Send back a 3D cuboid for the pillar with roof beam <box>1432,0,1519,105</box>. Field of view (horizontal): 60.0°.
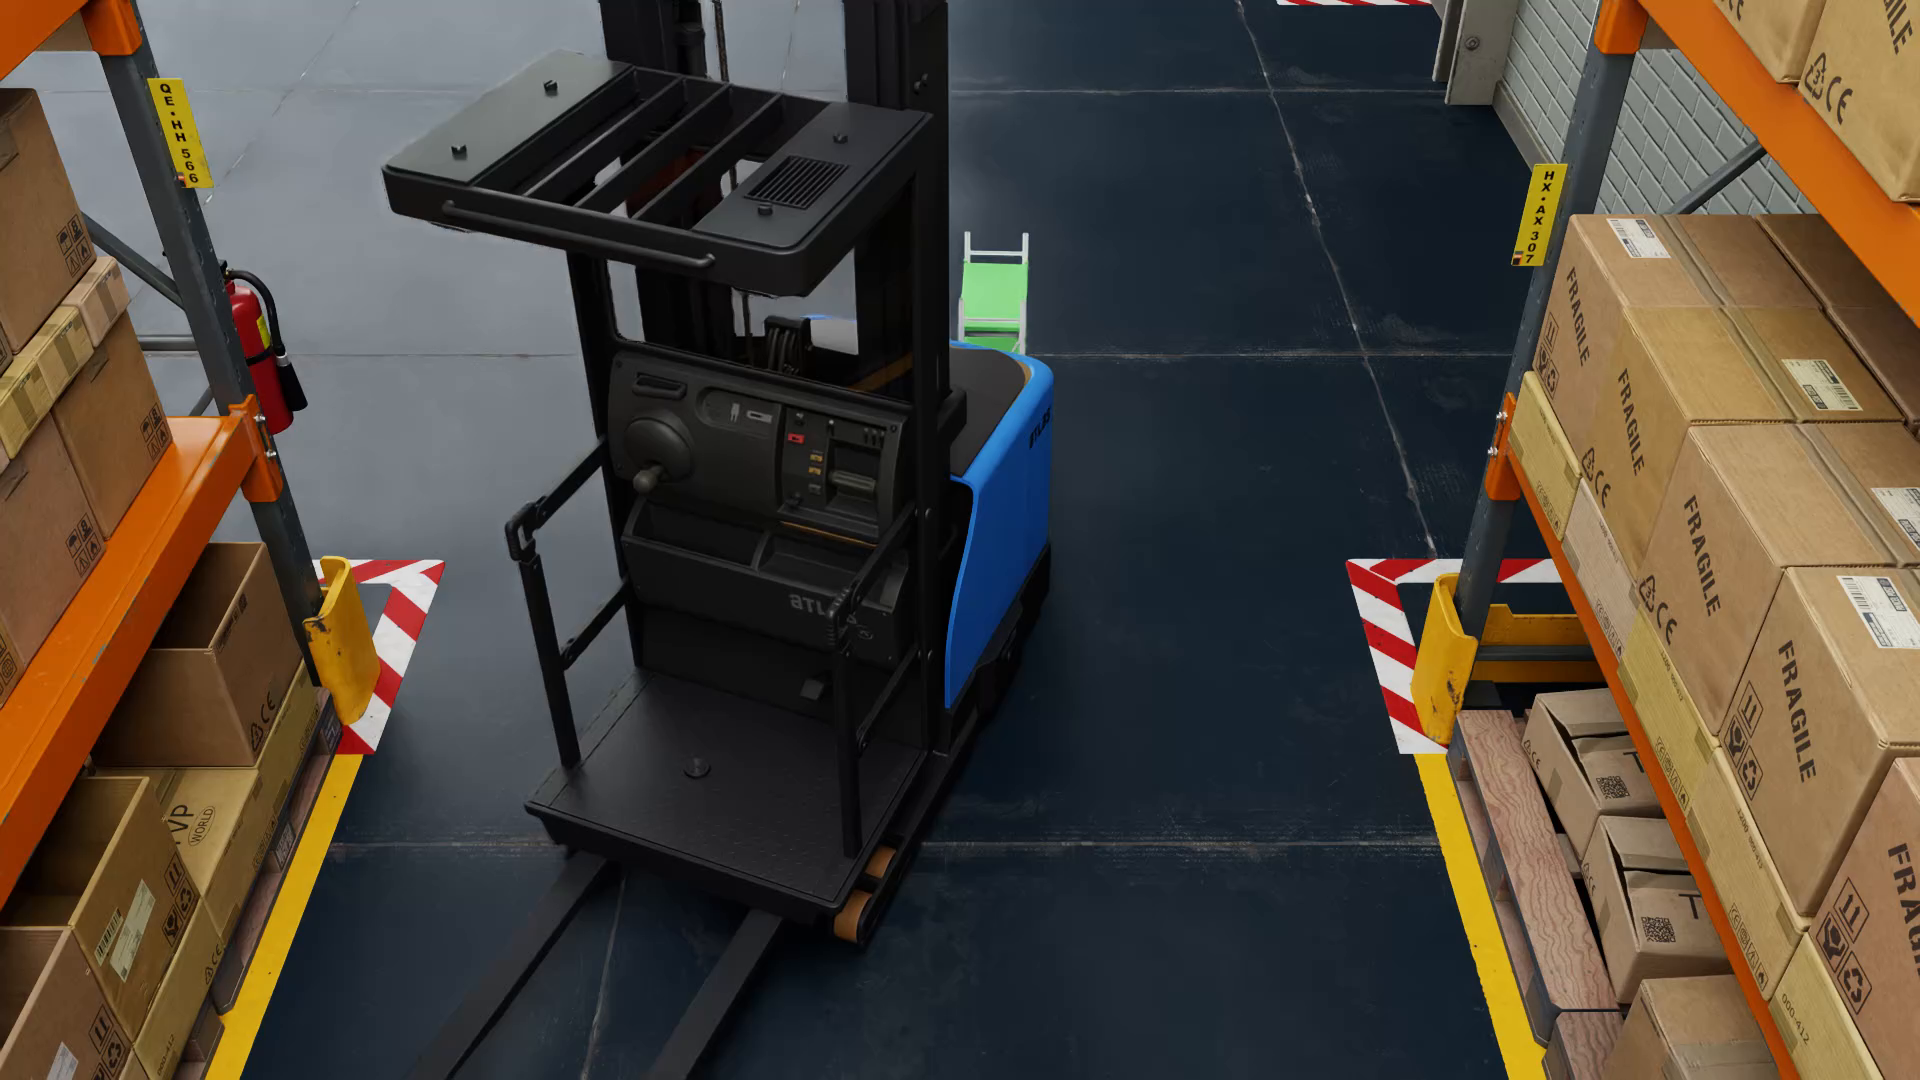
[{"bbox_3d":[-1.217,-6.258,7.363,9.100,9.000,0.400,0,39,0],"label":"pillar with roof beam"}]

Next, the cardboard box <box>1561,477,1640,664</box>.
[{"bbox_3d":[1.927,0.075,4.361,0.500,0.250,0.500,-1,39,-1],"label":"cardboard box"}]

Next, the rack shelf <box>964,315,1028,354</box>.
[{"bbox_3d":[0.126,-0.673,6.348,0.258,0.148,0.480,2,39,2],"label":"rack shelf"}]

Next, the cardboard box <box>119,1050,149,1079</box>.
[{"bbox_3d":[-2.415,1.583,4.239,0.500,0.250,0.500,0,39,0],"label":"cardboard box"}]

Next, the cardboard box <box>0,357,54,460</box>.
[{"bbox_3d":[-2.531,-0.329,4.163,0.380,0.149,0.250,-1,39,-1],"label":"cardboard box"}]

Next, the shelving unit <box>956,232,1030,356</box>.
[{"bbox_3d":[0.126,-0.535,6.459,0.258,1.200,0.503,2,39,2],"label":"shelving unit"}]

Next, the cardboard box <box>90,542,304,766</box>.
[{"bbox_3d":[-2.426,0.352,5.175,0.500,0.500,0.500,0,39,0],"label":"cardboard box"}]

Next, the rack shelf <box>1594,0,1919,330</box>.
[{"bbox_3d":[2.232,-0.244,2.833,1.077,0.370,4.000,0,39,0],"label":"rack shelf"}]

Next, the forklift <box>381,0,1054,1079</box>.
[{"bbox_3d":[-0.680,-0.194,4.648,1.130,2.935,3.031,14,41,17],"label":"forklift"}]

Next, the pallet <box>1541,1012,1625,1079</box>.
[{"bbox_3d":[2.193,1.799,4.336,1.003,0.211,1.213,0,39,0],"label":"pallet"}]

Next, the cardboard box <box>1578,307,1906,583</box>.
[{"bbox_3d":[1.920,-0.239,4.154,0.500,0.500,0.500,0,39,0],"label":"cardboard box"}]

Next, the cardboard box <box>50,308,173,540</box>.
[{"bbox_3d":[-2.737,-0.347,4.704,0.700,0.500,0.500,0,39,0],"label":"cardboard box"}]

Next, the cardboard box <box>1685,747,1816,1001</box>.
[{"bbox_3d":[1.920,0.710,3.569,0.500,0.250,0.500,0,39,0],"label":"cardboard box"}]

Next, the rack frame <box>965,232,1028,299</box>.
[{"bbox_3d":[0.138,-0.688,6.649,0.240,1.200,0.015,2,39,2],"label":"rack frame"}]

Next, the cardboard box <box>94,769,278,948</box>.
[{"bbox_3d":[-2.416,0.957,5.020,0.500,0.250,0.500,0,39,0],"label":"cardboard box"}]

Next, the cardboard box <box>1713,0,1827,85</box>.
[{"bbox_3d":[1.945,-1.278,3.451,0.500,0.500,0.500,2,39,3],"label":"cardboard box"}]

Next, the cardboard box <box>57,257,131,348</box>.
[{"bbox_3d":[-2.533,-0.653,4.567,0.380,0.149,0.250,-1,39,-1],"label":"cardboard box"}]

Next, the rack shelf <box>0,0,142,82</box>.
[{"bbox_3d":[-2.722,-0.239,2.826,1.077,0.370,4.000,0,39,0],"label":"rack shelf"}]

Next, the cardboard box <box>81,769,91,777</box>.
[{"bbox_3d":[-2.942,0.958,5.019,0.500,0.250,0.500,0,39,0],"label":"cardboard box"}]

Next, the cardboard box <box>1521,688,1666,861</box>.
[{"bbox_3d":[2.140,0.705,5.270,0.500,0.311,0.500,-4,39,-5],"label":"cardboard box"}]

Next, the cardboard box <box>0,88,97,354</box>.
[{"bbox_3d":[-2.737,-0.820,4.257,0.700,0.500,0.500,0,39,0],"label":"cardboard box"}]

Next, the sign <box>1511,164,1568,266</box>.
[{"bbox_3d":[1.687,-0.943,4.835,0.100,0.325,0.005,0,39,0],"label":"sign"}]

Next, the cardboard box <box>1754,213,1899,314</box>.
[{"bbox_3d":[2.442,-0.553,4.545,0.500,0.500,0.500,0,39,-1],"label":"cardboard box"}]

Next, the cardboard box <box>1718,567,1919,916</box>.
[{"bbox_3d":[1.927,0.406,3.348,0.500,0.500,0.500,1,39,1],"label":"cardboard box"}]

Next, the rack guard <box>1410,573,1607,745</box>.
[{"bbox_3d":[2.229,0.418,5.829,1.175,0.500,0.348,0,39,0],"label":"rack guard"}]

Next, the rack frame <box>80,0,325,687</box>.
[{"bbox_3d":[-2.724,-0.599,5.099,1.000,3.000,0.127,0,39,0],"label":"rack frame"}]

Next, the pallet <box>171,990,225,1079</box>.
[{"bbox_3d":[-2.683,1.728,4.425,1.003,0.211,1.213,0,39,0],"label":"pallet"}]

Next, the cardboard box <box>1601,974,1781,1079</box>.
[{"bbox_3d":[2.092,1.446,4.193,0.700,0.500,0.500,-2,39,-3],"label":"cardboard box"}]

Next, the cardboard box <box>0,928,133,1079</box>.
[{"bbox_3d":[-2.411,1.290,4.005,0.500,0.500,0.500,0,39,0],"label":"cardboard box"}]

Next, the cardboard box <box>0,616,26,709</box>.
[{"bbox_3d":[-2.736,0.292,3.907,0.700,0.500,0.500,0,39,0],"label":"cardboard box"}]

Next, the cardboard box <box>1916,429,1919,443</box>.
[{"bbox_3d":[2.438,0.085,3.749,0.500,0.500,0.500,-1,39,-1],"label":"cardboard box"}]

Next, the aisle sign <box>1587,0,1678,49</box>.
[{"bbox_3d":[1.929,-1.665,4.350,0.394,0.787,0.004,0,39,0],"label":"aisle sign"}]
